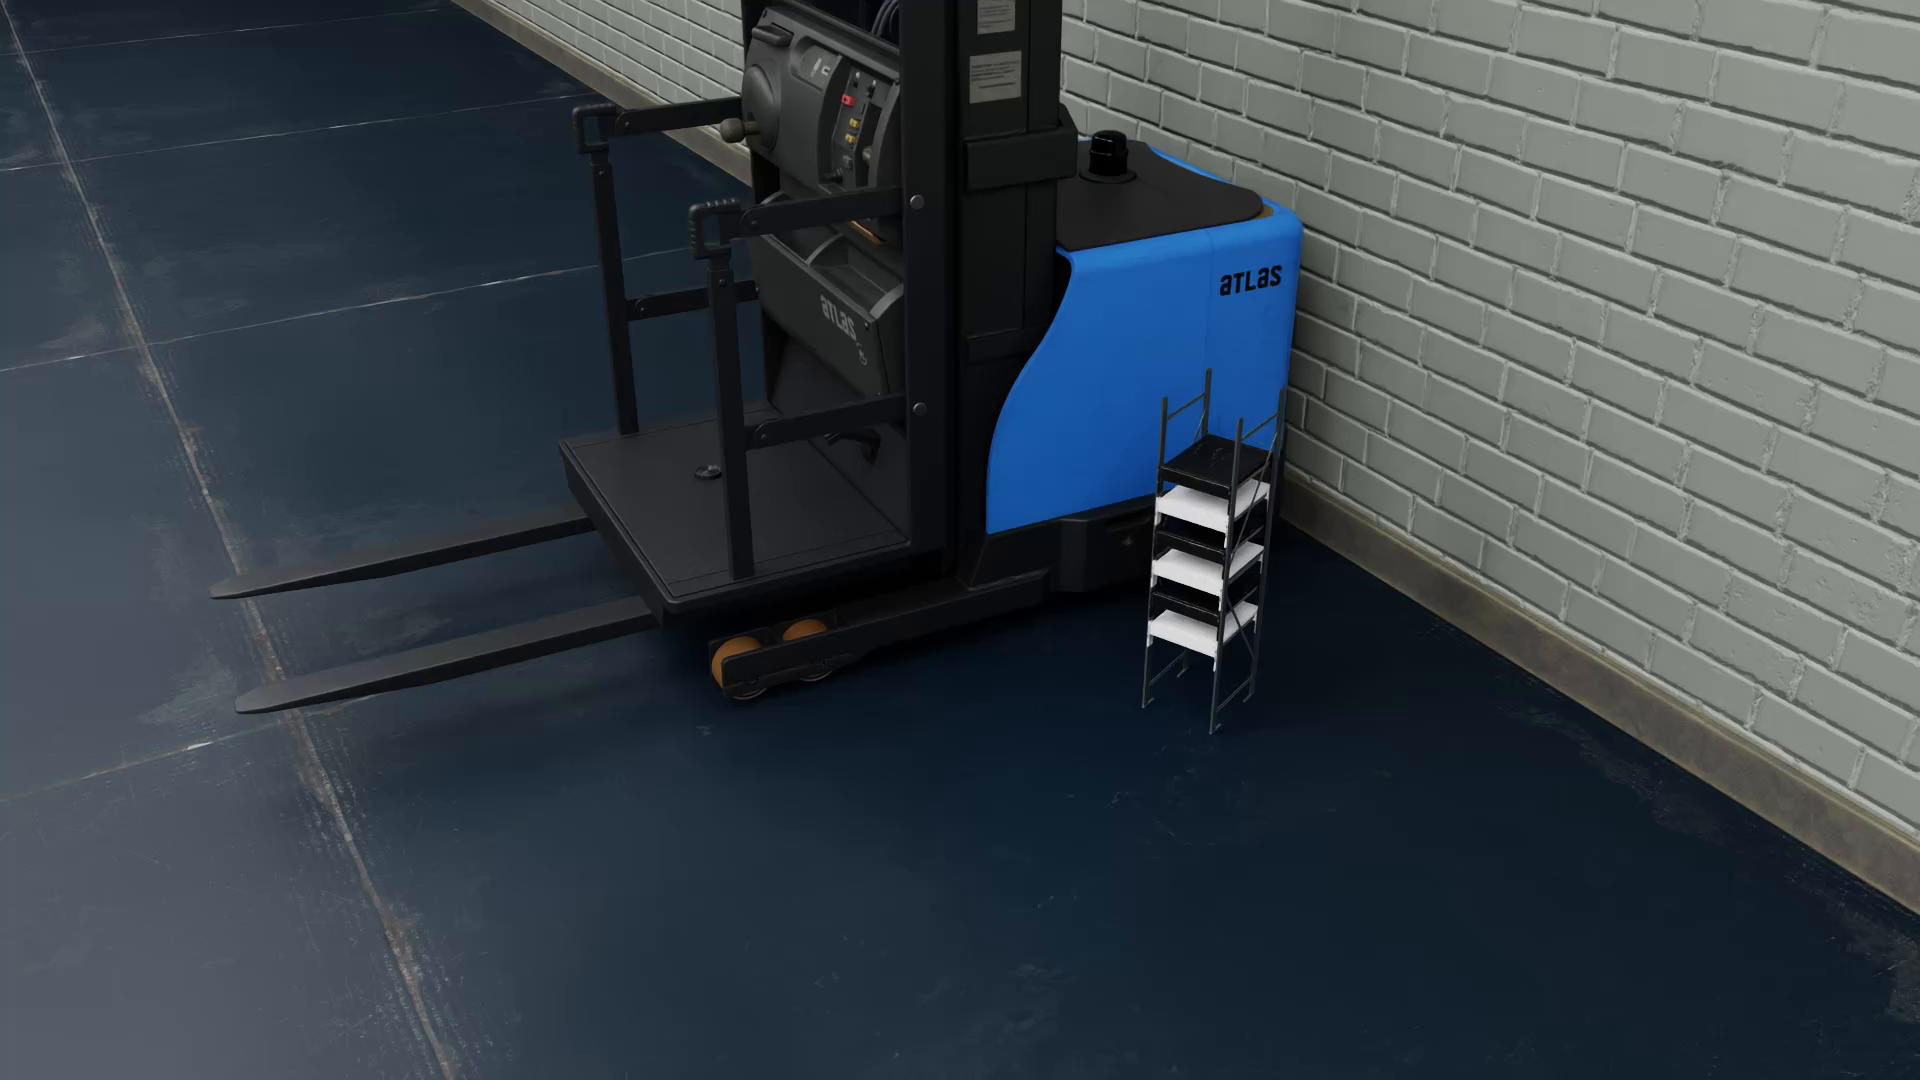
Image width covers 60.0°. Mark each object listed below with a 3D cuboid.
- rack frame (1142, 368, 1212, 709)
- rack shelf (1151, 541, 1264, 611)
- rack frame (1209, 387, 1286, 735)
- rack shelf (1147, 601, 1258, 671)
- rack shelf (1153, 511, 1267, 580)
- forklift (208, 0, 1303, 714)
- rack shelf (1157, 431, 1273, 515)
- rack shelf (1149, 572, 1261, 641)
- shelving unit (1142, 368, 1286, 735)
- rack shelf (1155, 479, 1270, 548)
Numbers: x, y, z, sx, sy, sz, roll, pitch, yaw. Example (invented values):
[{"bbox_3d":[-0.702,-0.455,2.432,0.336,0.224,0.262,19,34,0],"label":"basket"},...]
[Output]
[{"bbox_3d":[0.559,0.009,4.303,0.006,0.900,0.240,20,34,31],"label":"rack frame"},{"bbox_3d":[0.641,0.067,4.266,0.200,0.077,0.258,20,34,31],"label":"rack shelf"},{"bbox_3d":[0.723,0.067,4.197,0.006,0.900,0.240,20,34,31],"label":"rack frame"},{"bbox_3d":[0.641,0.225,4.353,0.200,0.077,0.258,20,34,31],"label":"rack shelf"},{"bbox_3d":[0.641,-0.012,4.223,0.200,0.077,0.258,20,34,31],"label":"rack shelf"},{"bbox_3d":[-0.558,-1.146,4.293,3.031,2.935,1.130,-14,32,-23],"label":"forklift"},{"bbox_3d":[0.641,-0.169,4.136,0.200,0.077,0.258,20,34,31],"label":"rack shelf"},{"bbox_3d":[0.641,0.146,4.310,0.200,0.077,0.258,20,34,31],"label":"rack shelf"},{"bbox_3d":[0.641,0.038,4.250,0.210,0.900,0.258,20,34,31],"label":"shelving unit"},{"bbox_3d":[0.641,-0.091,4.179,0.200,0.077,0.258,20,34,31],"label":"rack shelf"}]
